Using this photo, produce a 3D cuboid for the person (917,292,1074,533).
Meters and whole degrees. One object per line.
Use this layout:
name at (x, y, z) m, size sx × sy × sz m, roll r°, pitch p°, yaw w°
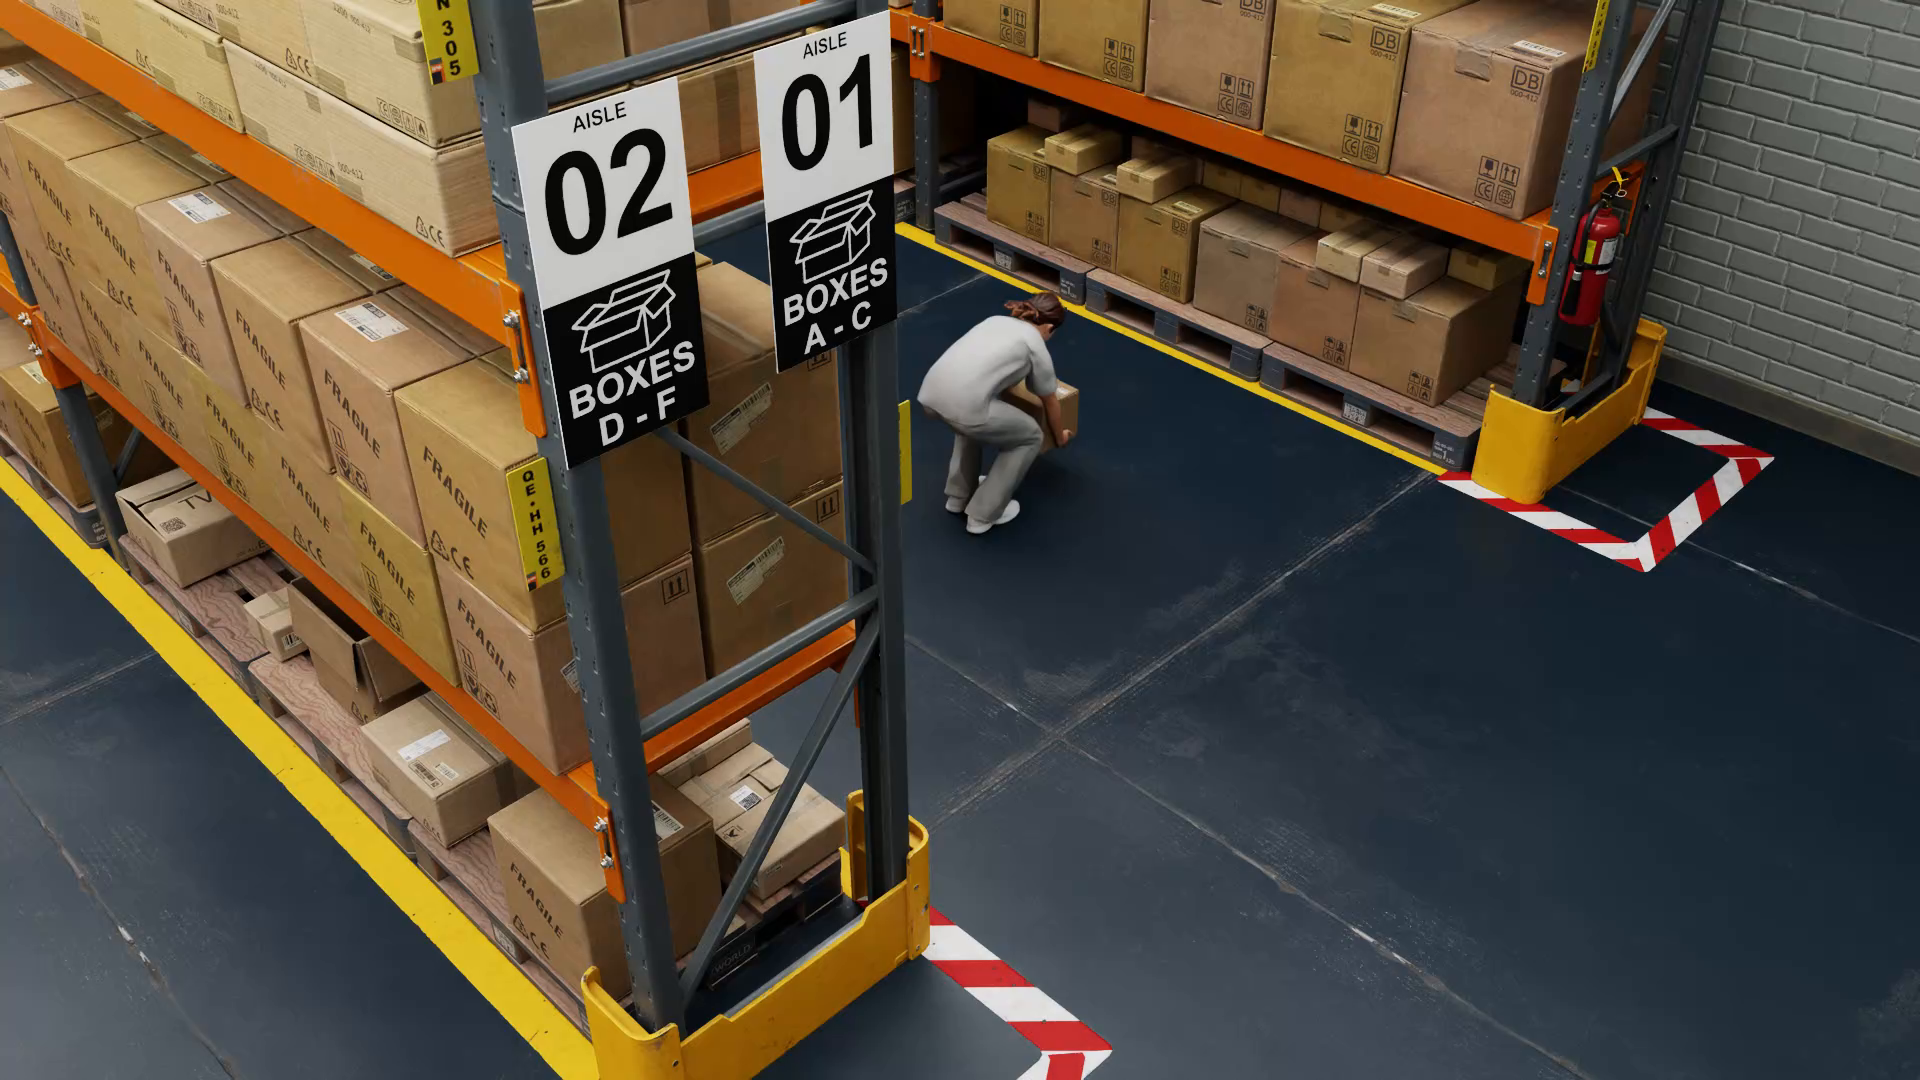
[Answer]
person at (0.181, -0.583, 7.582) m, size 0.464 × 0.955 × 0.862 m, roll 28°, pitch 44°, yaw 33°
